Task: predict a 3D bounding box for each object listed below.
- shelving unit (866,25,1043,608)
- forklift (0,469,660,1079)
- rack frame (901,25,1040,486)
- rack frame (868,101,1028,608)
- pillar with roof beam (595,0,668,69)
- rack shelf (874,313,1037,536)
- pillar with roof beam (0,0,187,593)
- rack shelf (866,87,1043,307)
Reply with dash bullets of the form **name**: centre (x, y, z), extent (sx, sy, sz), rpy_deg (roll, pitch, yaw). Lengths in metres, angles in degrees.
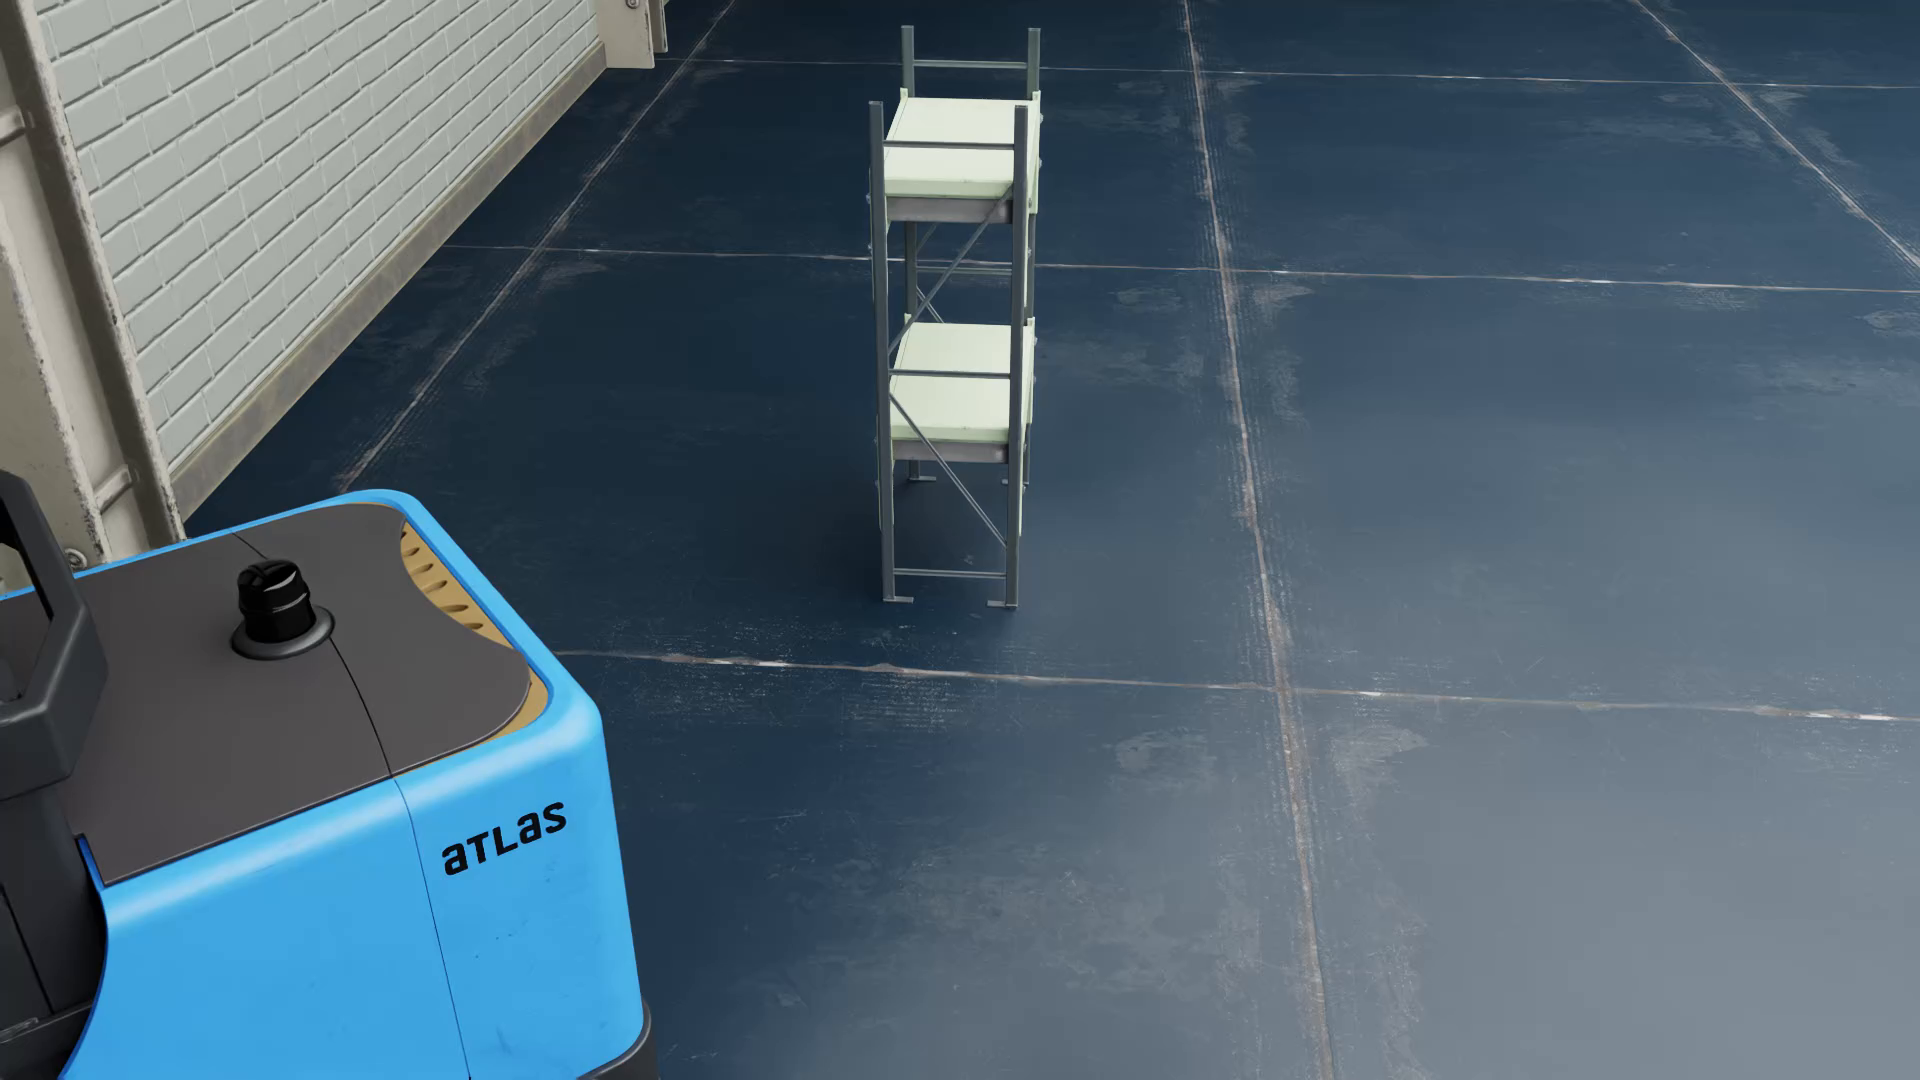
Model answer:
- **shelving unit**: centre (0.001, -0.642, 4.862), extent (0.431, 1.500, 0.755), rpy_deg (2, 32, 4)
- **forklift**: centre (-2.081, 0.194, 2.141), extent (3.031, 2.935, 1.130), rpy_deg (-21, 37, -30)
- **rack frame**: centre (0.030, -0.833, 5.173), extent (0.400, 1.500, 0.023), rpy_deg (2, 32, 4)
- **rack frame**: centre (-0.029, -0.451, 4.552), extent (0.400, 1.500, 0.023), rpy_deg (2, 32, 4)
- **pillar with roof beam**: centre (2.355, -6.515, 7.244), extent (9.100, 9.000, 0.400), rpy_deg (2, 32, 4)
- **rack shelf**: centre (0.001, -0.364, 5.033), extent (0.431, 0.370, 0.720), rpy_deg (2, 32, 4)
- **pillar with roof beam**: centre (1.866, -3.377, 2.153), extent (9.100, 9.000, 0.400), rpy_deg (2, 32, 4)
- **rack shelf**: centre (0.001, -0.974, 4.657), extent (0.431, 0.370, 0.720), rpy_deg (2, 32, 4)
